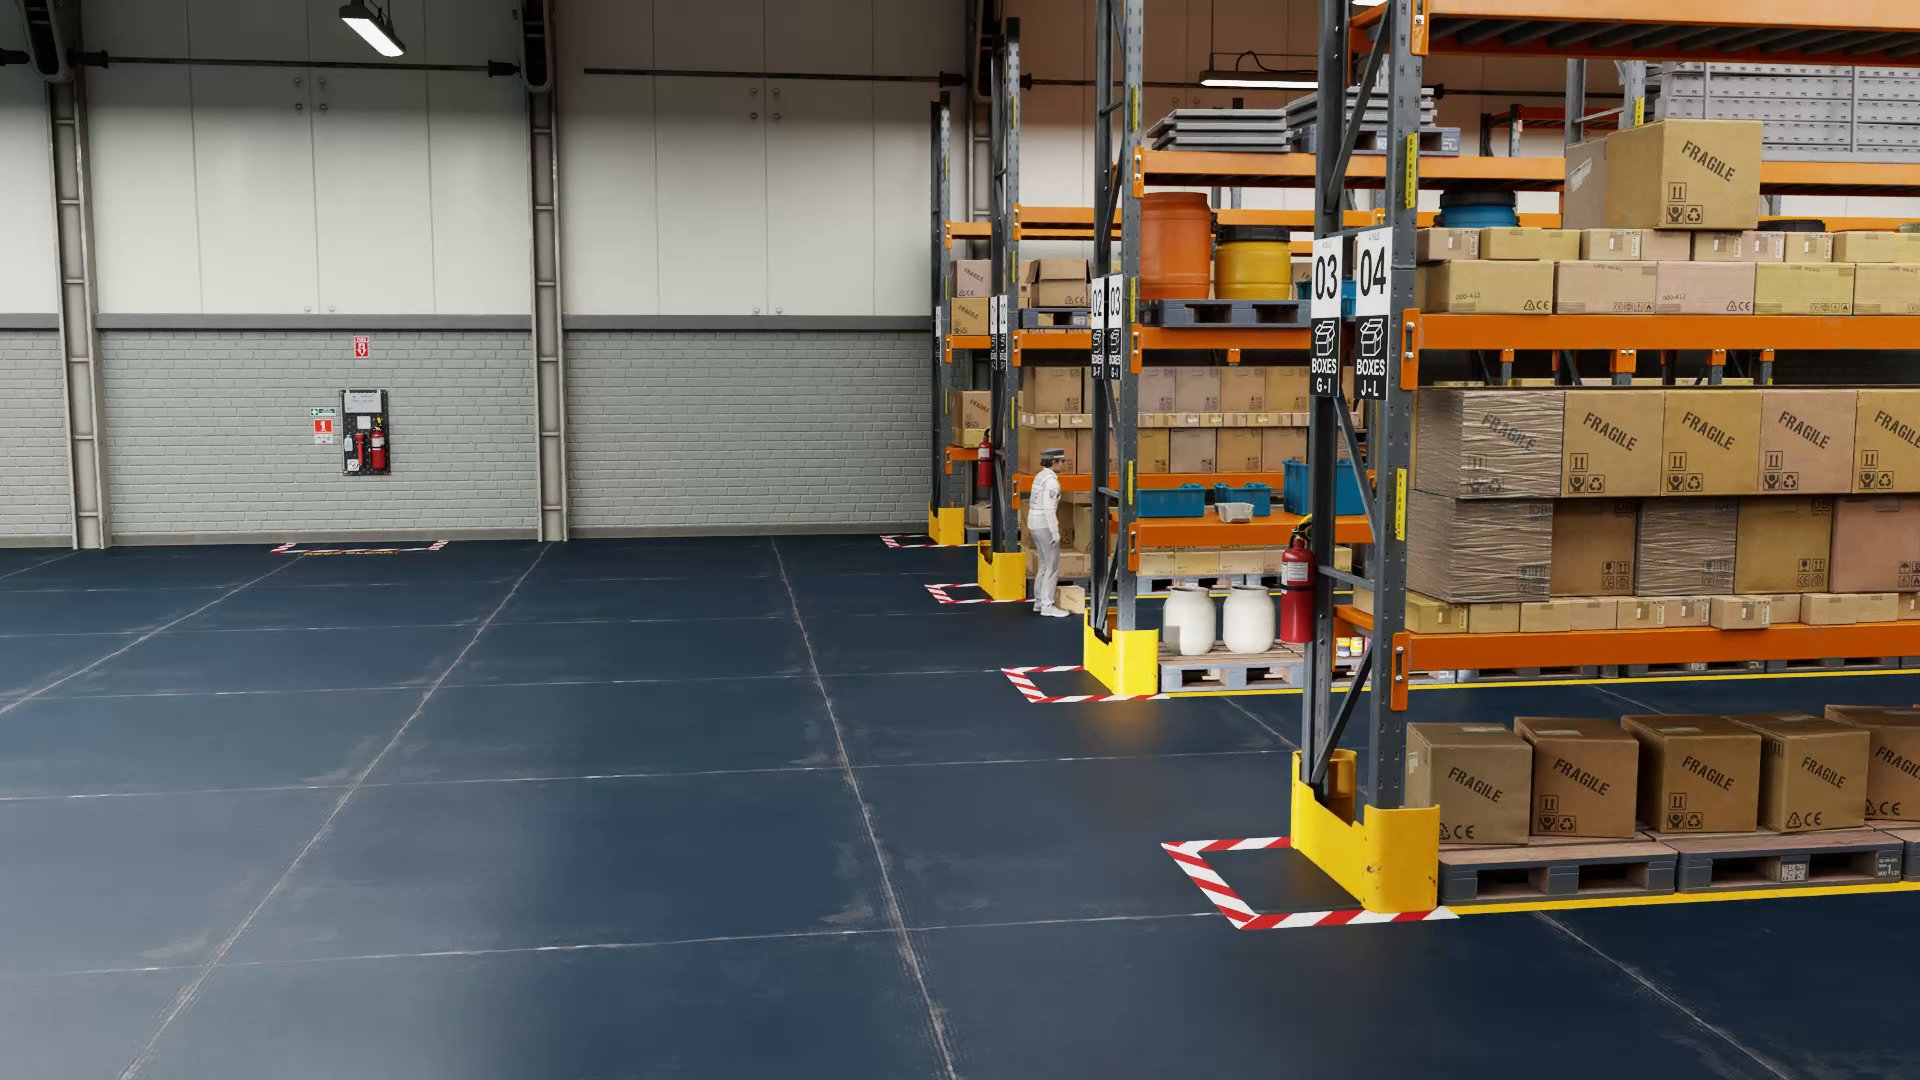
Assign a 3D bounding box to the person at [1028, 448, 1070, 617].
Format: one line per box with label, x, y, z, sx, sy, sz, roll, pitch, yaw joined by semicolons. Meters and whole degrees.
person;0.876;-0.089;16.595;0.375;1.663;0.528;-1;7;-11
